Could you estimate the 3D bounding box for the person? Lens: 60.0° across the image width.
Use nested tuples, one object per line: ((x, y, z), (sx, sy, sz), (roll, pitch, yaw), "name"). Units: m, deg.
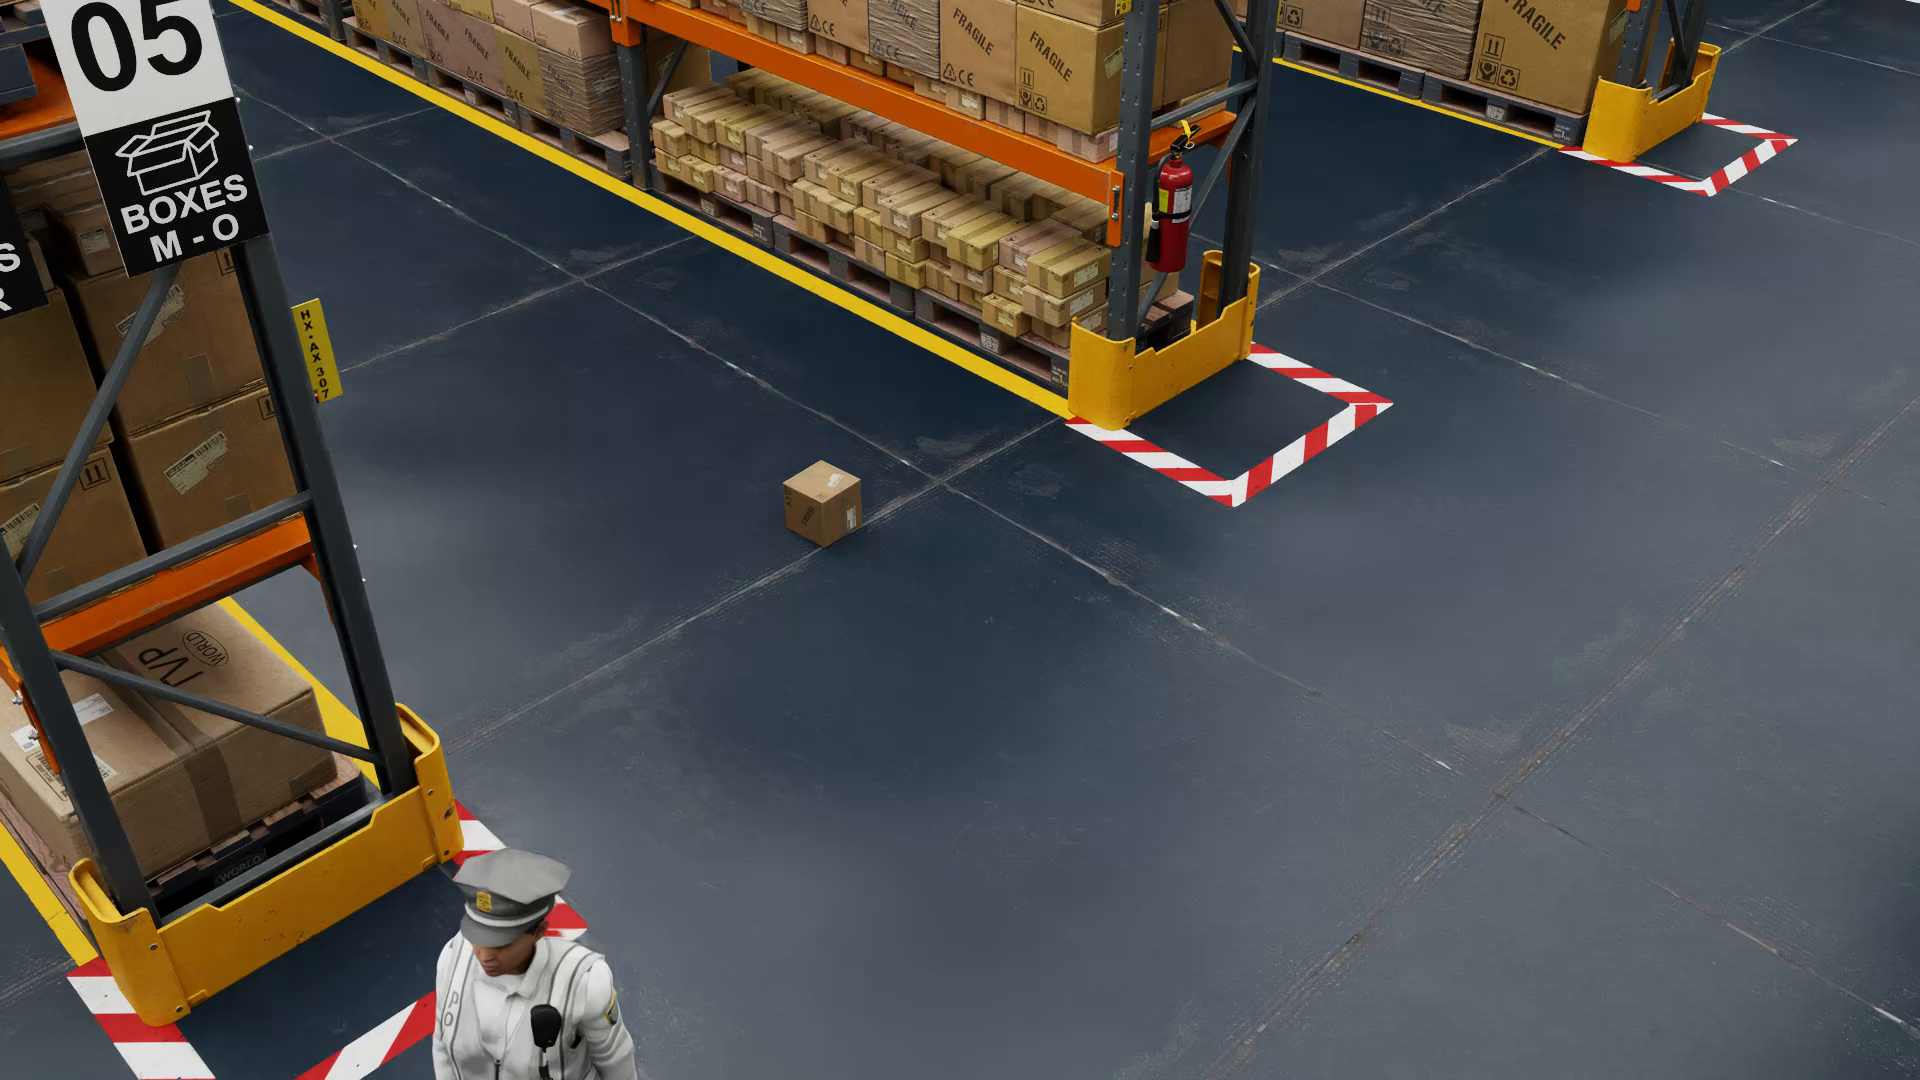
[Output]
((-1.049, 1.393, 4.169), (0.484, 1.655, 0.840), (9, 37, 12), "person")
